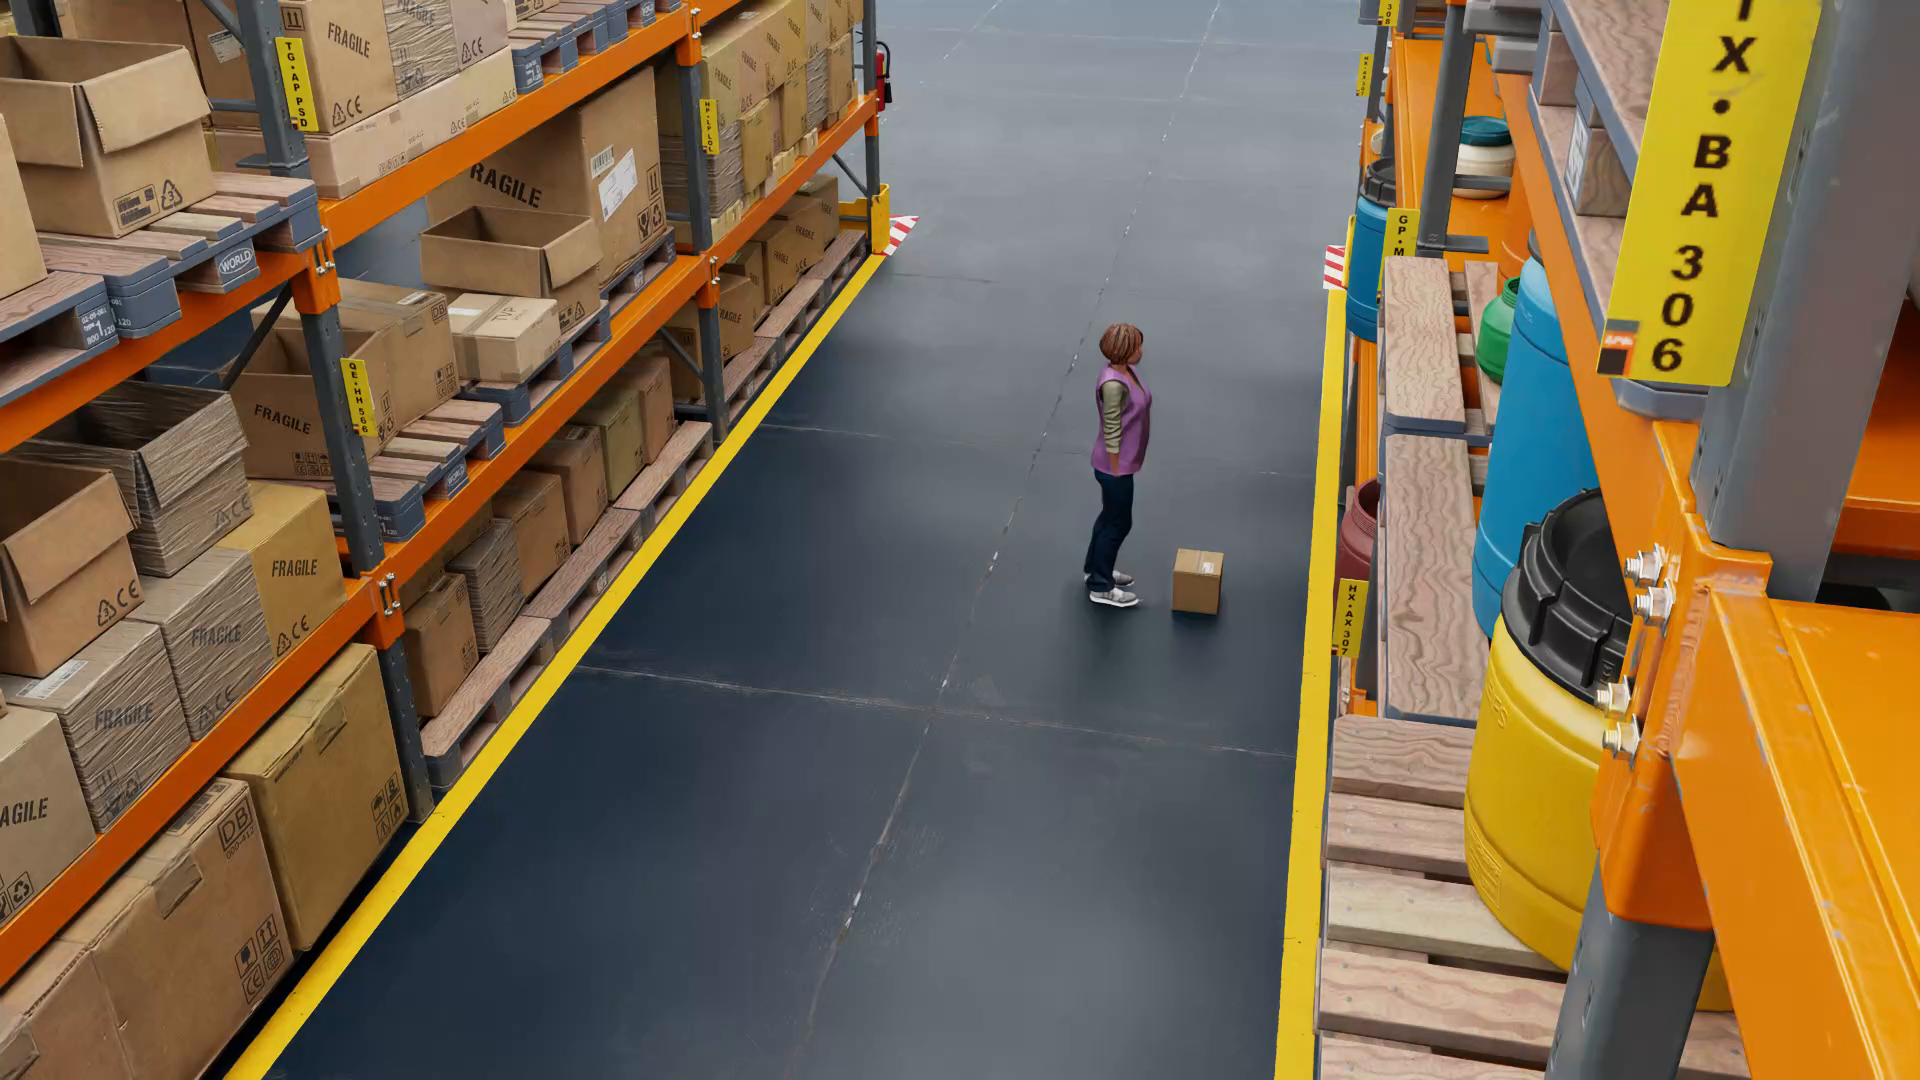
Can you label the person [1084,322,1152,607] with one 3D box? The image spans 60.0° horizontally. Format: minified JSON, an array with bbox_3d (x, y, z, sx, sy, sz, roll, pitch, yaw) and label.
[{"bbox_3d":[0.842,-0.405,8.877,0.338,1.612,0.406,7,30,12],"label":"person"}]
